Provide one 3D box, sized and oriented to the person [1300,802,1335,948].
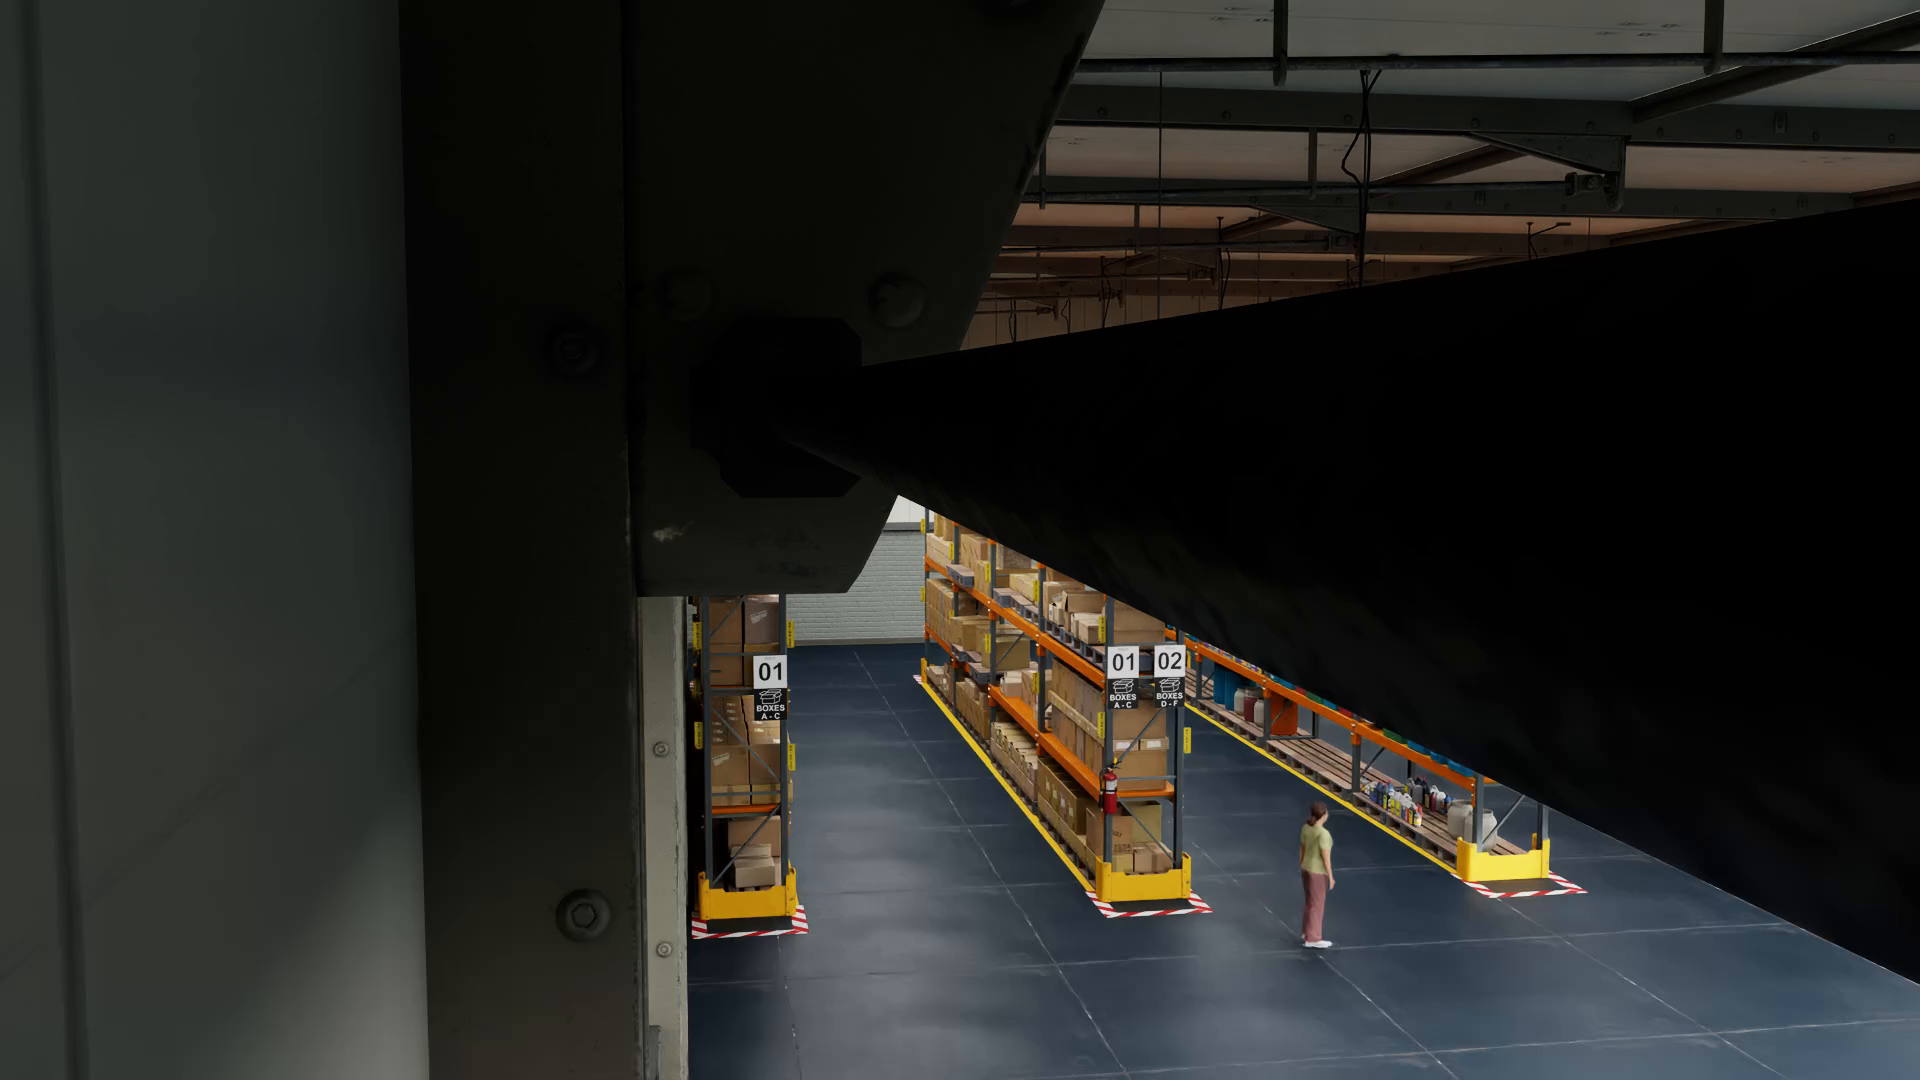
[{"bbox_3d":[4.119,3.847,19.057,0.381,1.716,0.527,-2,5,-22],"label":"person"}]
